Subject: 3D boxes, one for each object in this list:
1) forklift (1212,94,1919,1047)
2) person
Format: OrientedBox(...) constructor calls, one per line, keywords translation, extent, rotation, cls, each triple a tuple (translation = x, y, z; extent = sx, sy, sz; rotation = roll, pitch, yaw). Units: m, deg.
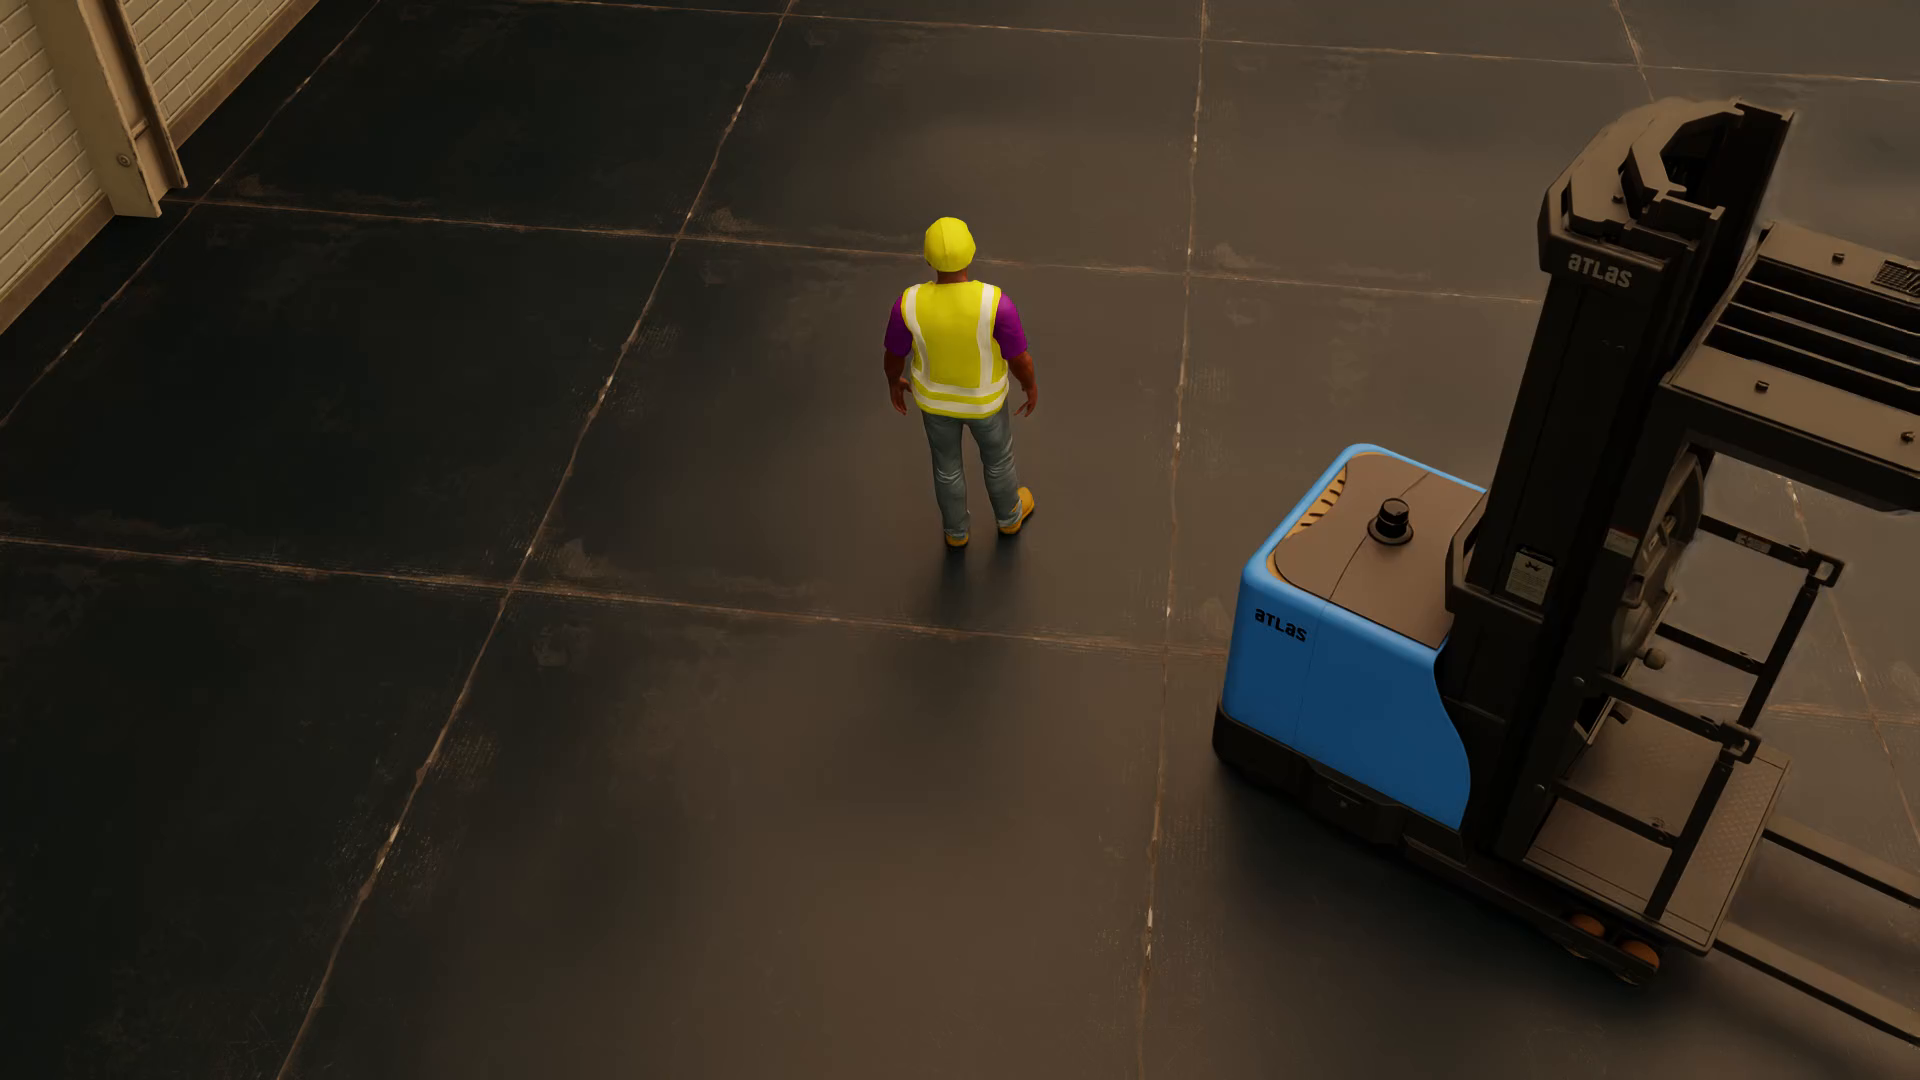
OrientedBox(translation=(2.535, 0.140, 5.572), extent=(3.031, 2.935, 1.130), rotation=(26, 49, 25), cls="forklift")
OrientedBox(translation=(0.016, -0.702, 7.338), extent=(0.665, 1.765, 0.577), rotation=(5, 43, 6), cls="person")
